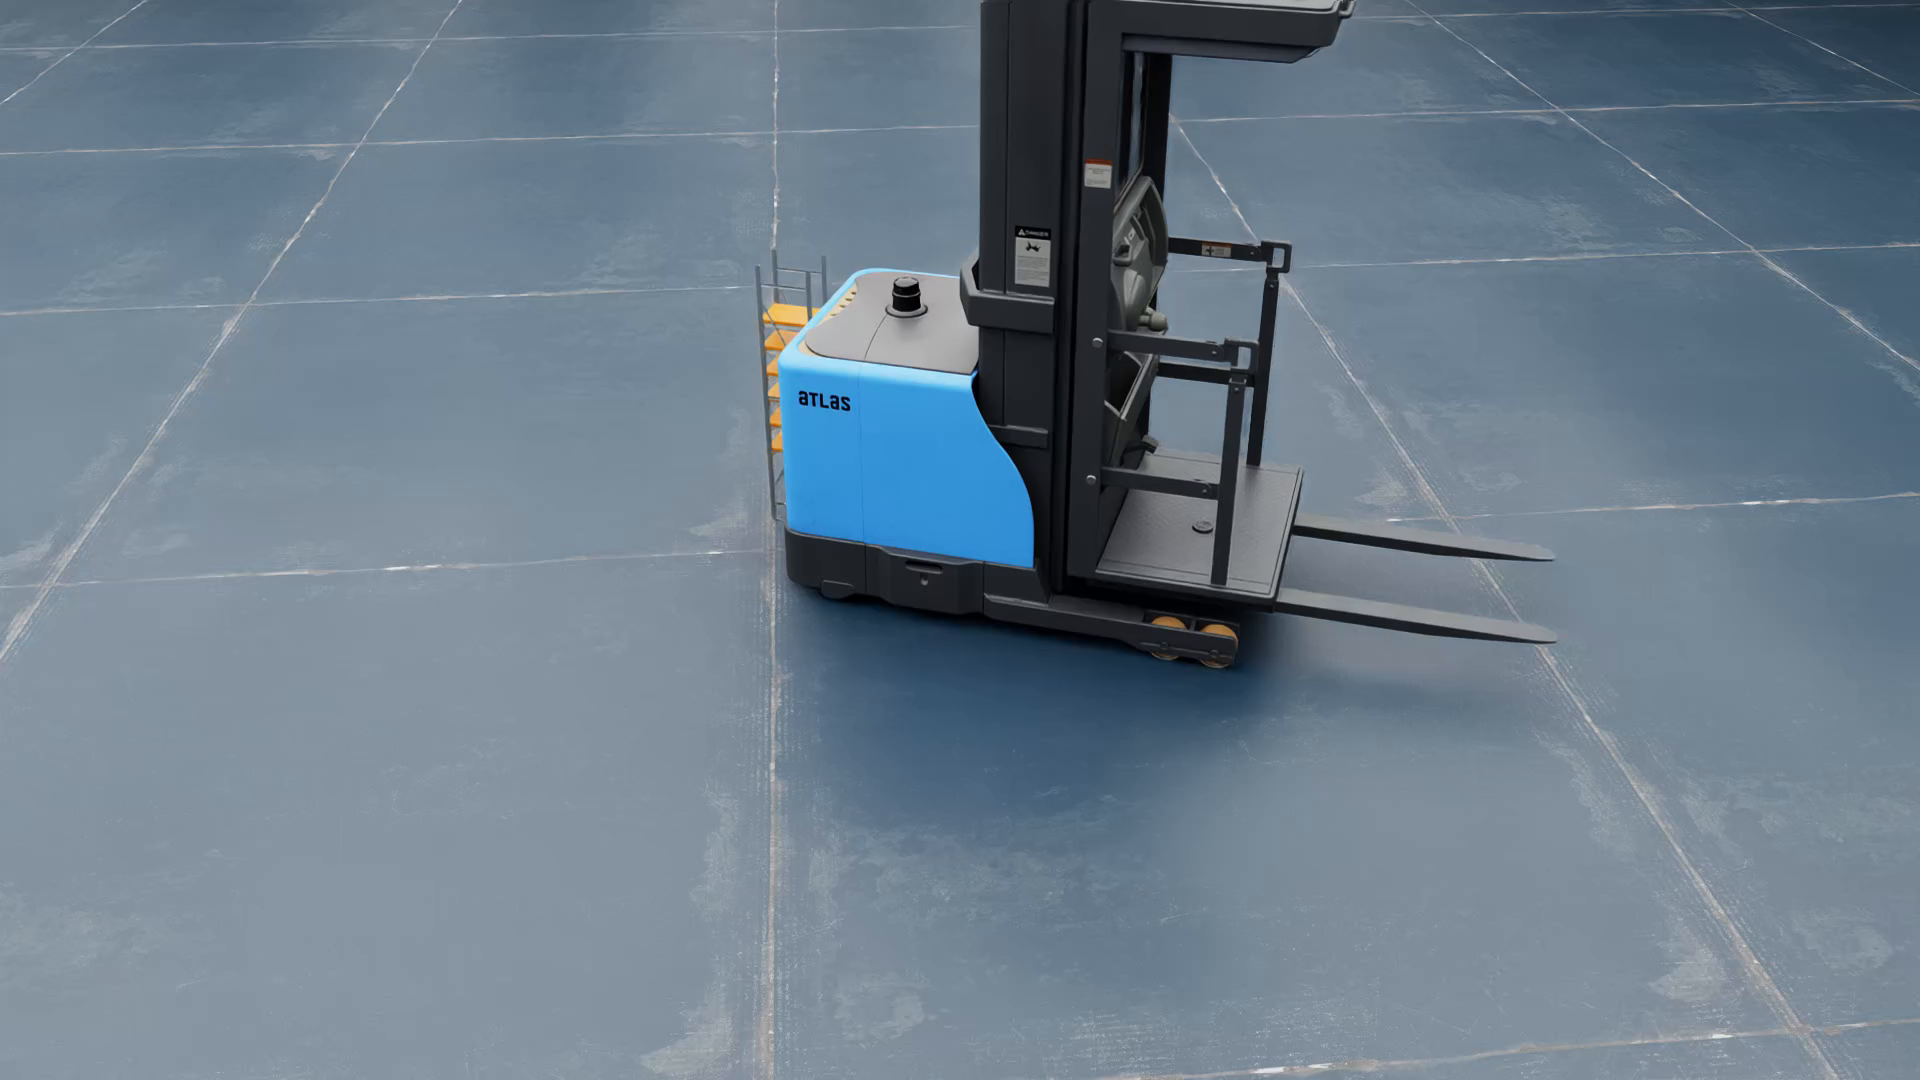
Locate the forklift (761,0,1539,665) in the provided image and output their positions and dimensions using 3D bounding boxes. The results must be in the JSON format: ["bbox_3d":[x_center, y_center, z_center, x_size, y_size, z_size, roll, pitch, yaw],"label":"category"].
[{"bbox_3d":[0.795,-1.078,6.196,3.031,2.935,1.130,8,32,14],"label":"forklift"}]

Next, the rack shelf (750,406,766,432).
[{"bbox_3d":[-0.760,-0.505,7.246,0.258,0.103,0.180,8,32,14],"label":"rack shelf"}]

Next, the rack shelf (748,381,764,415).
[{"bbox_3d":[-0.760,-0.608,7.184,0.258,0.103,0.180,8,32,14],"label":"rack shelf"}]

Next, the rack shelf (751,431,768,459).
[{"bbox_3d":[-0.760,-0.402,7.307,0.258,0.103,0.180,8,32,14],"label":"rack shelf"}]

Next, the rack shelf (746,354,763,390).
[{"bbox_3d":[-0.761,-0.711,7.123,0.258,0.103,0.180,8,32,14],"label":"rack shelf"}]

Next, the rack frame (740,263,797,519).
[{"bbox_3d":[-0.786,-0.601,7.086,0.240,1.200,0.006,8,32,14],"label":"rack frame"}]

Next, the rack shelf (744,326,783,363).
[{"bbox_3d":[-0.761,-0.814,7.061,0.258,0.103,0.180,8,32,14],"label":"rack shelf"}]

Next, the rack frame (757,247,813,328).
[{"bbox_3d":[-0.735,-0.691,7.237,0.240,1.200,0.006,8,32,14],"label":"rack frame"}]

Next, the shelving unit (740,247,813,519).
[{"bbox_3d":[-0.760,-0.646,7.161,0.258,1.200,0.189,8,32,14],"label":"shelving unit"}]

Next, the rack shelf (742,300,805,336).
[{"bbox_3d":[-0.761,-0.917,7.000,0.258,0.103,0.180,8,32,14],"label":"rack shelf"}]
